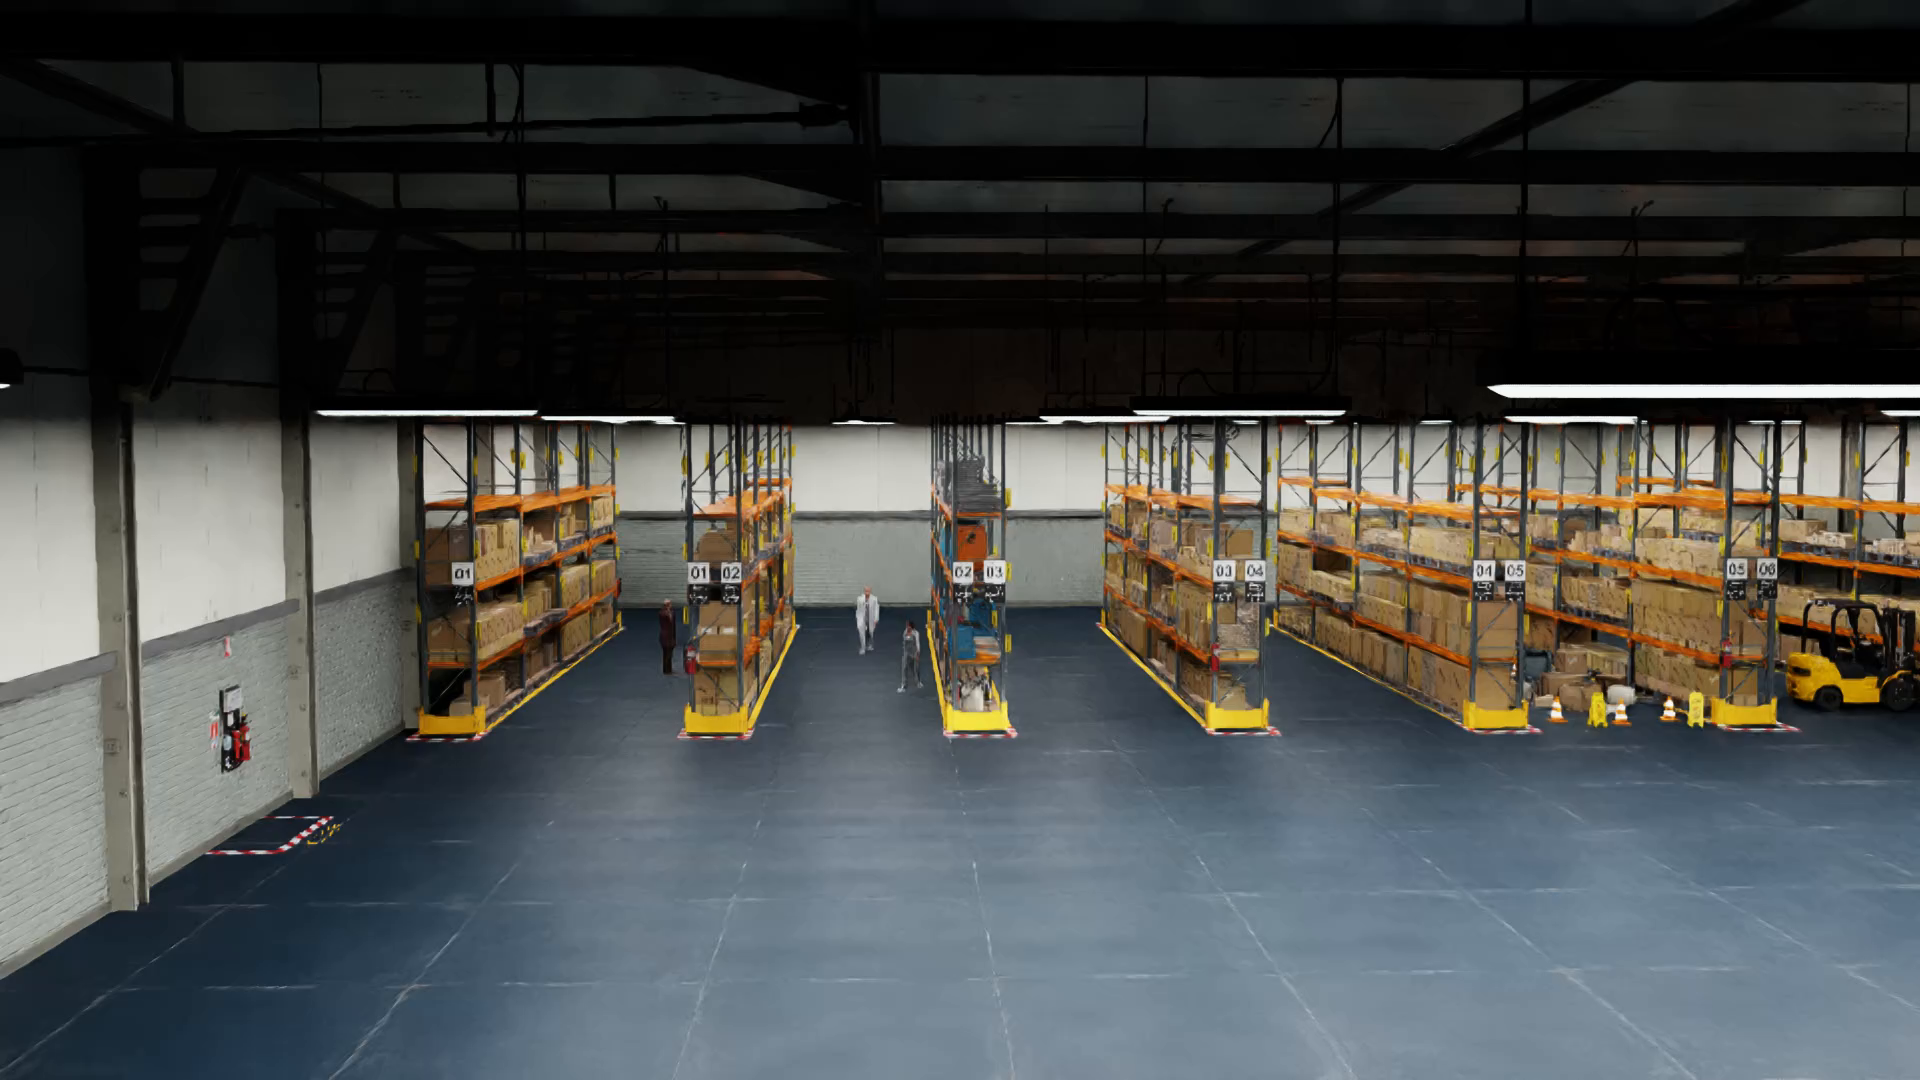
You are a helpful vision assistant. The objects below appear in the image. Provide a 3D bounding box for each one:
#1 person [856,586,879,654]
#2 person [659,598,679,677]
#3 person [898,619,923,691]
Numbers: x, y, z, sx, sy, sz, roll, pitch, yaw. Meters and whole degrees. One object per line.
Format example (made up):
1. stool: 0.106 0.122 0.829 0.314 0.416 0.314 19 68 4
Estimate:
1. person: -2.338 1.996 42.020 0.588 1.700 1.193 0 4 -4
2. person: -6.645 2.214 38.132 0.494 1.773 0.640 -3 5 -33
3. person: -1.044 2.483 36.111 0.422 1.560 0.845 1 4 18
